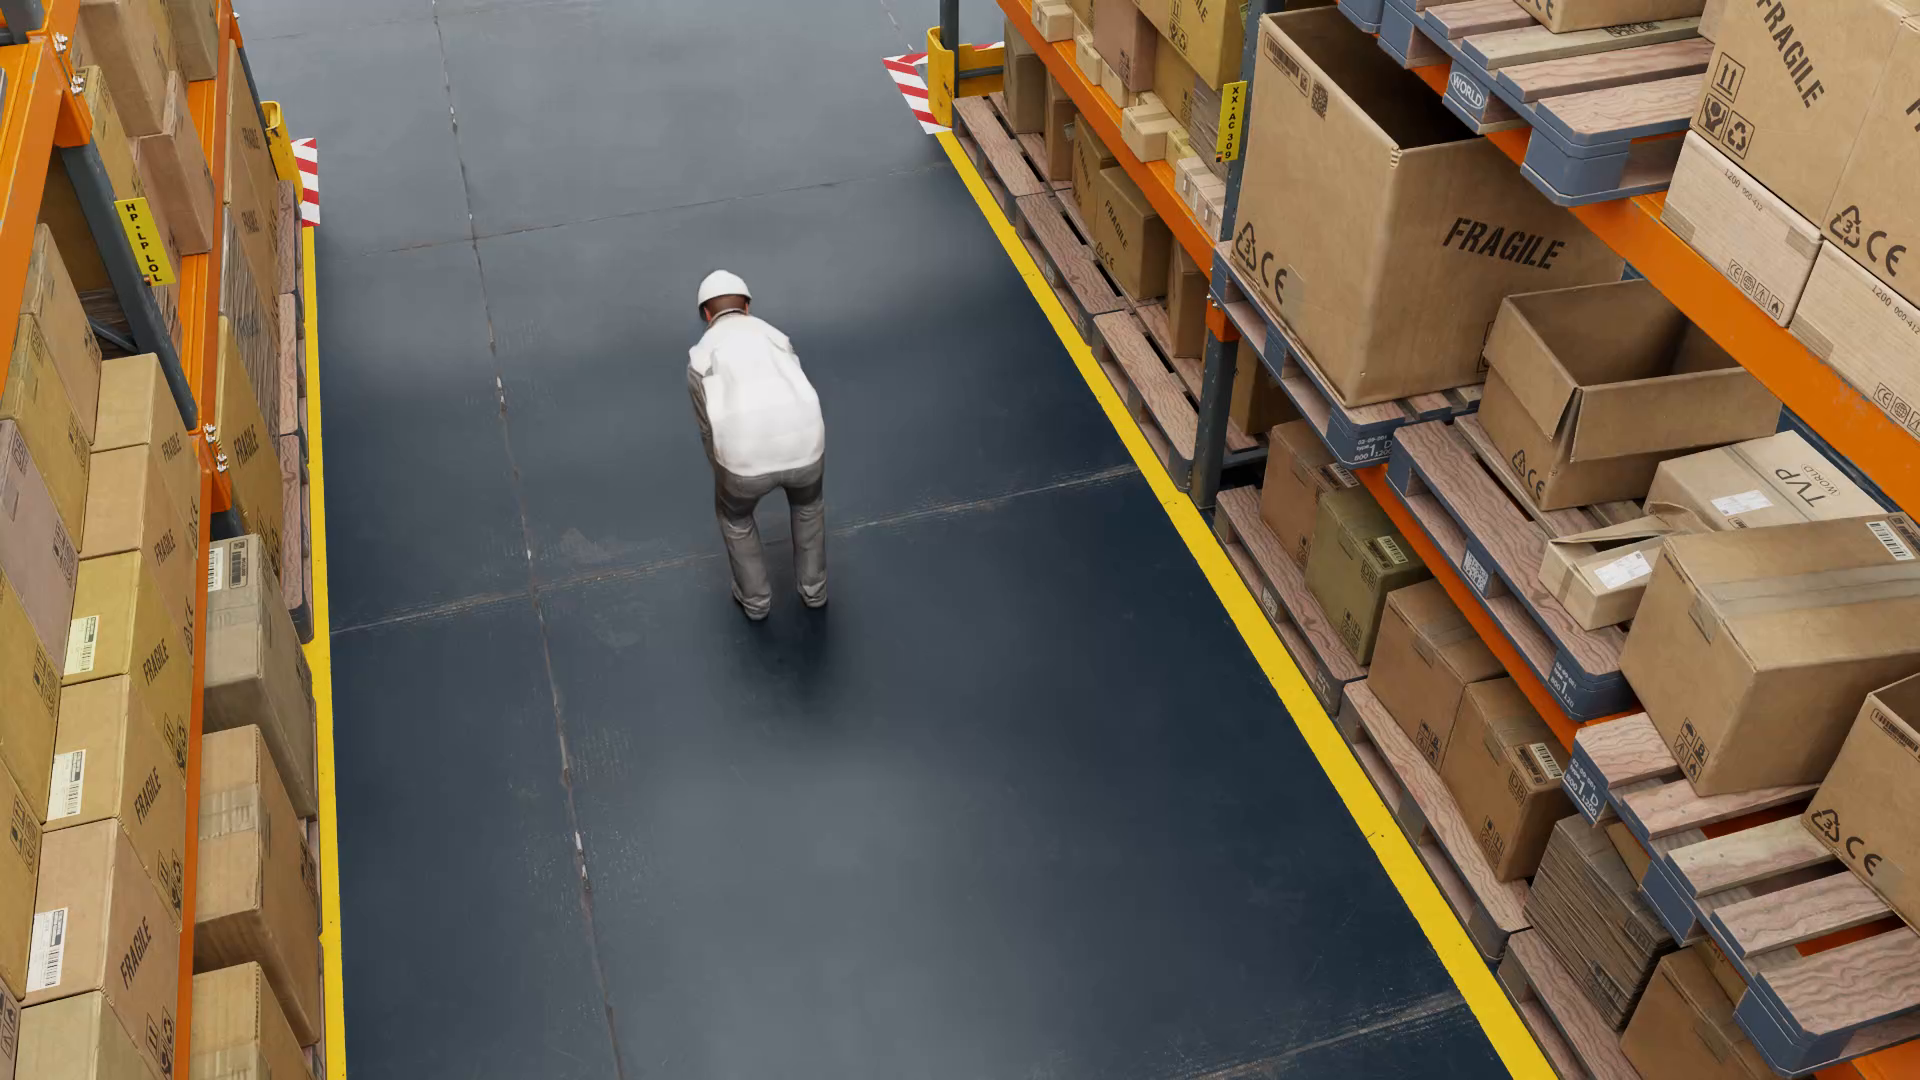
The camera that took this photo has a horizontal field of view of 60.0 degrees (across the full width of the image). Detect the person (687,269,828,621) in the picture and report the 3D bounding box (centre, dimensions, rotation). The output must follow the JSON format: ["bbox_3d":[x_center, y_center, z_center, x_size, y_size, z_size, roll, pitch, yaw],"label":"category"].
[{"bbox_3d":[-0.856,-0.381,6.952,0.462,1.258,0.981,-13,44,-14],"label":"person"}]
